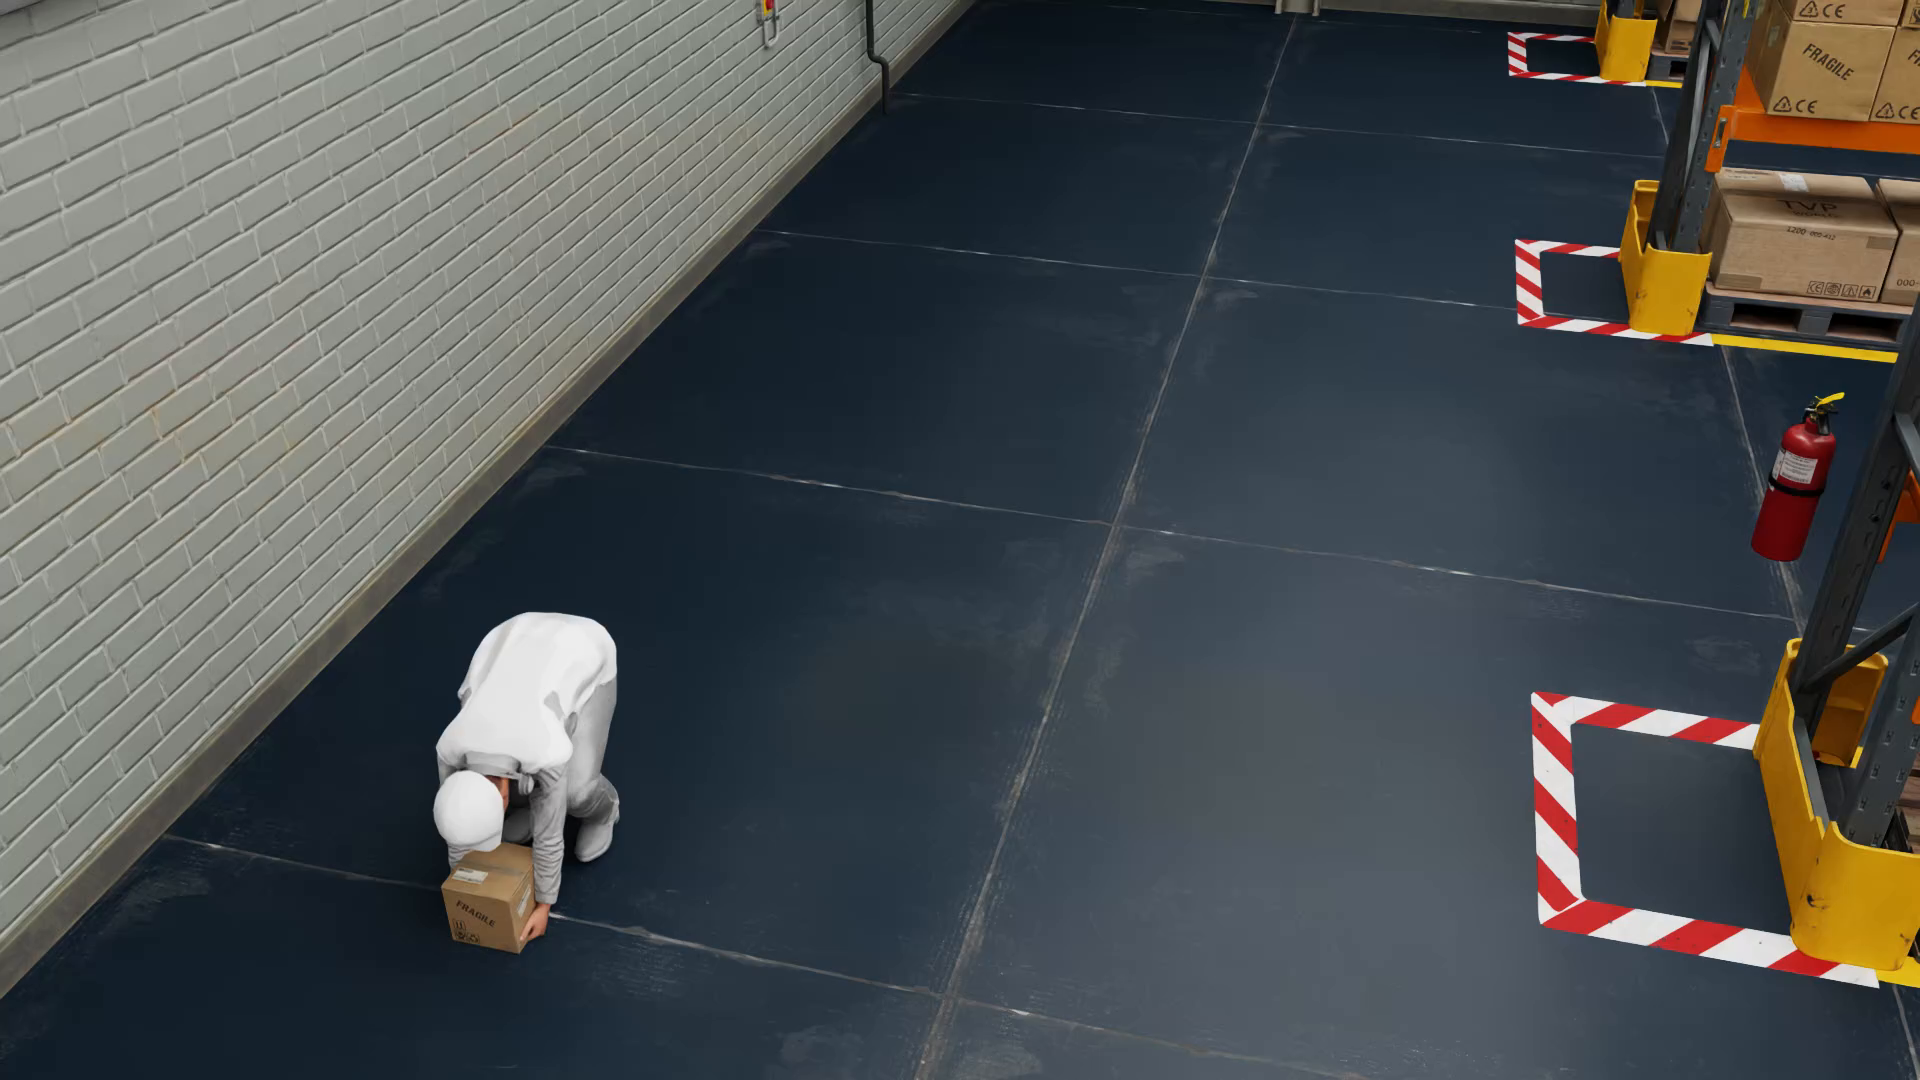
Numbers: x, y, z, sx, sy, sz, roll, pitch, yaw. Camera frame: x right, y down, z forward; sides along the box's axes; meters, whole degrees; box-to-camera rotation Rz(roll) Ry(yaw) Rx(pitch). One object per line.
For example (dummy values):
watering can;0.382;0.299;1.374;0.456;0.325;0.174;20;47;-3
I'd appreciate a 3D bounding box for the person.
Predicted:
person;-1.489;0.797;5.707;0.520;0.896;1.003;7;33;11
